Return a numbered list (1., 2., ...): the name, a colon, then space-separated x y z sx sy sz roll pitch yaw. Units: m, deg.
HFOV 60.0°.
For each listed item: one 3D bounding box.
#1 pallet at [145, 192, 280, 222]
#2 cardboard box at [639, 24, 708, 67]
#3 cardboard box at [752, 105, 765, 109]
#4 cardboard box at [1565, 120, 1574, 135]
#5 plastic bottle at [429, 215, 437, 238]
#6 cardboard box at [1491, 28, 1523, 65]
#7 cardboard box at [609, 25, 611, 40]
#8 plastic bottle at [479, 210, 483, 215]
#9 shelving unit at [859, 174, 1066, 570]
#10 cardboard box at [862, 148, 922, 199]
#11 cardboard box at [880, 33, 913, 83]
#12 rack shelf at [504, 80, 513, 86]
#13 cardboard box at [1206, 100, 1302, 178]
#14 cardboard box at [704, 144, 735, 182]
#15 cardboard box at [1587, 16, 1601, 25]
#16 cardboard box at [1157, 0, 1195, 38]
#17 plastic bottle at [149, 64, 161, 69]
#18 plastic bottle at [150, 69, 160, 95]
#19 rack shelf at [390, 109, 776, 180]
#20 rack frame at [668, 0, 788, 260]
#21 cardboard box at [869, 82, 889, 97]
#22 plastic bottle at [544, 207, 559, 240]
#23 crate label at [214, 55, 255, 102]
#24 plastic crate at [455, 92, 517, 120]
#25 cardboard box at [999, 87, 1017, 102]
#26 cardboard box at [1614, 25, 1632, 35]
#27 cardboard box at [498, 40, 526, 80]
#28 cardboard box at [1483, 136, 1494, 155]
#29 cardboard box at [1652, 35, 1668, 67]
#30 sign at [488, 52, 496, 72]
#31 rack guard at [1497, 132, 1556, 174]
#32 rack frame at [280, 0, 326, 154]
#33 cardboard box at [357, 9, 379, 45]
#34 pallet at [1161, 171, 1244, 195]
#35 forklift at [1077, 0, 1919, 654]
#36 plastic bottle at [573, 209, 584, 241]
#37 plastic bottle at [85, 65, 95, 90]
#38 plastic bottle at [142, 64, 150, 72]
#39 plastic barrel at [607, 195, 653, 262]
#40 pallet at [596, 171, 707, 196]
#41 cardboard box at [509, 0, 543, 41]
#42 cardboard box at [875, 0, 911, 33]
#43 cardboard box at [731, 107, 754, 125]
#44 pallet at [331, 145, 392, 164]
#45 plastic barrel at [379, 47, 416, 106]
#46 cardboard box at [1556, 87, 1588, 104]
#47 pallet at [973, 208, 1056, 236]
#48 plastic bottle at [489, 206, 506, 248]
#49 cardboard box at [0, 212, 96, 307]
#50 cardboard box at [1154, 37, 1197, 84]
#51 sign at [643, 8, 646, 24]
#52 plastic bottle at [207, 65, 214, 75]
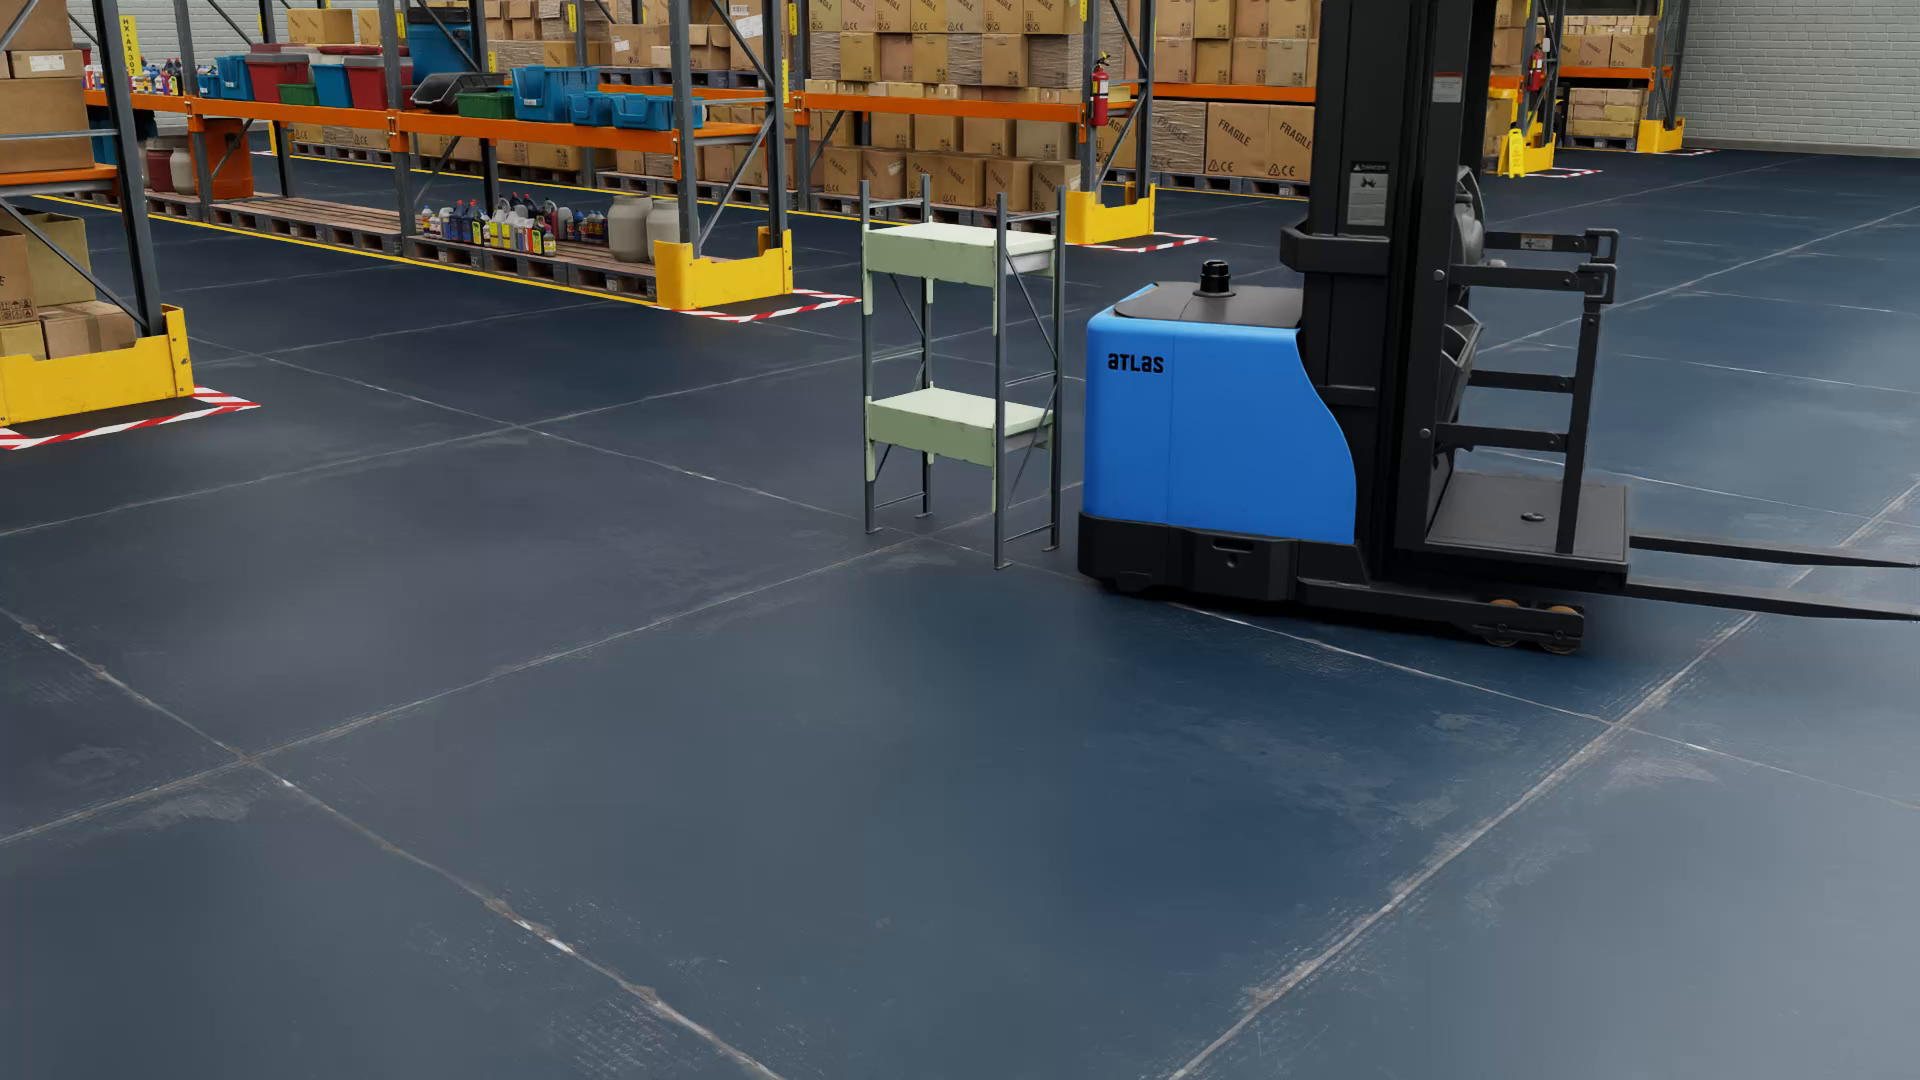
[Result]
1. pallet: -8.349 -3.748 18.574 1.213 0.211 1.003 15 23 39
2. cardboard box: -3.530 -6.108 20.540 0.700 0.500 0.500 -14 22 -38
3. cardboard box: -2.912 -6.902 26.101 0.500 0.250 0.500 16 24 41
4. cardboard box: 10.114 -6.926 27.827 0.500 0.250 0.500 15 23 40
5. plastic bottle: -4.717 -2.818 14.930 0.097 0.201 0.097 0 18 0
6. cardboard box: 7.529 -6.921 23.304 0.500 0.500 0.500 15 23 38
7. cardboard box: -5.747 -8.490 28.248 0.500 0.500 0.500 14 23 38
8. plastic bottle: -4.223 -2.777 14.686 0.097 0.271 0.097 0 18 0
9. shelving unit: 0.005 -0.714 6.881 0.755 1.500 0.431 15 23 39
10. cardboard box: -0.746 -4.052 18.359 0.500 0.500 0.500 -10 20 -28
11. cardboard box: -0.365 -5.145 17.708 0.500 0.500 0.875 15 23 39
12. rack shelf: -5.940 -6.108 22.588 4.000 0.370 1.077 15 23 39
13. cardboard box: 3.697 -5.030 20.819 0.875 0.875 0.875 15 23 38
14. cardboard box: -2.660 -4.605 20.067 0.500 0.500 0.700 13 22 35
15. cardboard box: 10.446 -8.487 27.167 0.250 0.149 0.380 15 23 40
16. cardboard box: 2.970 -6.629 21.006 0.550 0.550 0.875 15 23 39
17. plastic bottle: -9.463 -5.465 19.578 0.135 0.276 0.152 15 23 39
18. plastic bottle: -8.710 -4.965 18.009 0.097 0.271 0.097 0 18 0
19. rack shelf: -3.244 -3.381 13.995 4.000 0.370 1.077 15 23 39
20. rack frame: -1.748 -3.322 12.621 0.127 3.000 1.000 15 23 39
21. cardboard box: -0.755 -4.810 17.726 0.250 0.149 0.380 15 23 39
22. plastic bottle: -3.633 -2.815 14.787 0.133 0.283 0.061 15 23 39
23. crate label: -7.168 -4.685 16.856 0.616 0.435 0.502 15 23 39
24. plastic crate: -3.912 -3.688 14.124 0.662 0.188 0.450 15 23 39
25. cardboard box: 0.605 -4.476 16.673 0.250 0.149 0.380 15 23 39
26. cardboard box: 10.753 -8.216 26.805 0.250 0.149 0.380 16 23 40
27. cardboard box: -5.737 -6.345 21.980 0.500 0.500 0.500 14 22 38
28. cardboard box: 7.316 -5.681 23.904 0.500 0.250 0.500 15 23 39
29. cardboard box: 11.223 -8.019 27.254 0.500 0.500 0.500 16 24 41
30. sign: -4.367 -4.380 15.495 0.005 0.325 0.100 15 23 39
31. rack guard: 8.060 -5.509 23.643 0.348 0.500 1.175 15 23 39
32. rack frame: -10.428 -7.655 26.275 0.127 3.000 1.000 15 23 39
33. cardboard box: -8.329 -7.413 24.029 0.500 0.500 0.500 15 23 40
34. pallet: 3.349 -4.603 21.268 1.213 0.211 1.003 15 23 39
35. forklift: 2.030 -1.178 5.978 3.031 2.935 1.130 7 19 20
36. plastic bottle: -3.380 -2.796 14.745 0.097 0.271 0.097 0 18 0
37. plastic bottle: -9.938 -5.308 19.082 0.135 0.276 0.152 15 23 39
38. plastic bottle: -9.532 -5.431 19.478 0.097 0.271 0.097 0 18 0
39. plastic barrel: -2.666 -2.552 13.613 0.421 0.512 0.421 0 18 0
40. pallet: -3.861 -4.563 21.140 1.213 0.211 1.003 15 23 39
41. cardboard box: -5.466 -6.857 21.935 0.637 0.503 0.797 16 23 40
42. cardboard box: -0.536 -5.564 17.374 0.500 0.500 0.500 15 23 39
43. cardboard box: -3.295 -6.649 26.541 0.500 0.500 0.500 16 24 42
44. pallet: -8.869 -5.938 25.475 1.213 0.211 1.003 15 23 39
45. plastic barrel: -5.310 -4.432 15.893 0.433 0.535 0.433 0 18 0
46. cardboard box: 10.088 -7.397 27.659 0.500 0.250 0.500 15 23 40
47. pallet: 0.898 -3.300 17.161 1.213 0.211 1.003 15 23 39
48. plastic bottle: -3.953 -2.693 14.291 0.185 0.351 0.144 15 23 39
49. cardboard box: -5.668 -1.707 10.144 0.500 0.500 0.500 15 23 39
50. cardboard box: 2.952 -6.108 21.150 0.550 0.550 0.875 15 23 39
51. sign: -4.091 -6.688 21.443 0.005 0.325 0.100 15 23 39
52. plastic bottle: -8.429 -5.209 18.760 0.133 0.283 0.061 15 23 39
